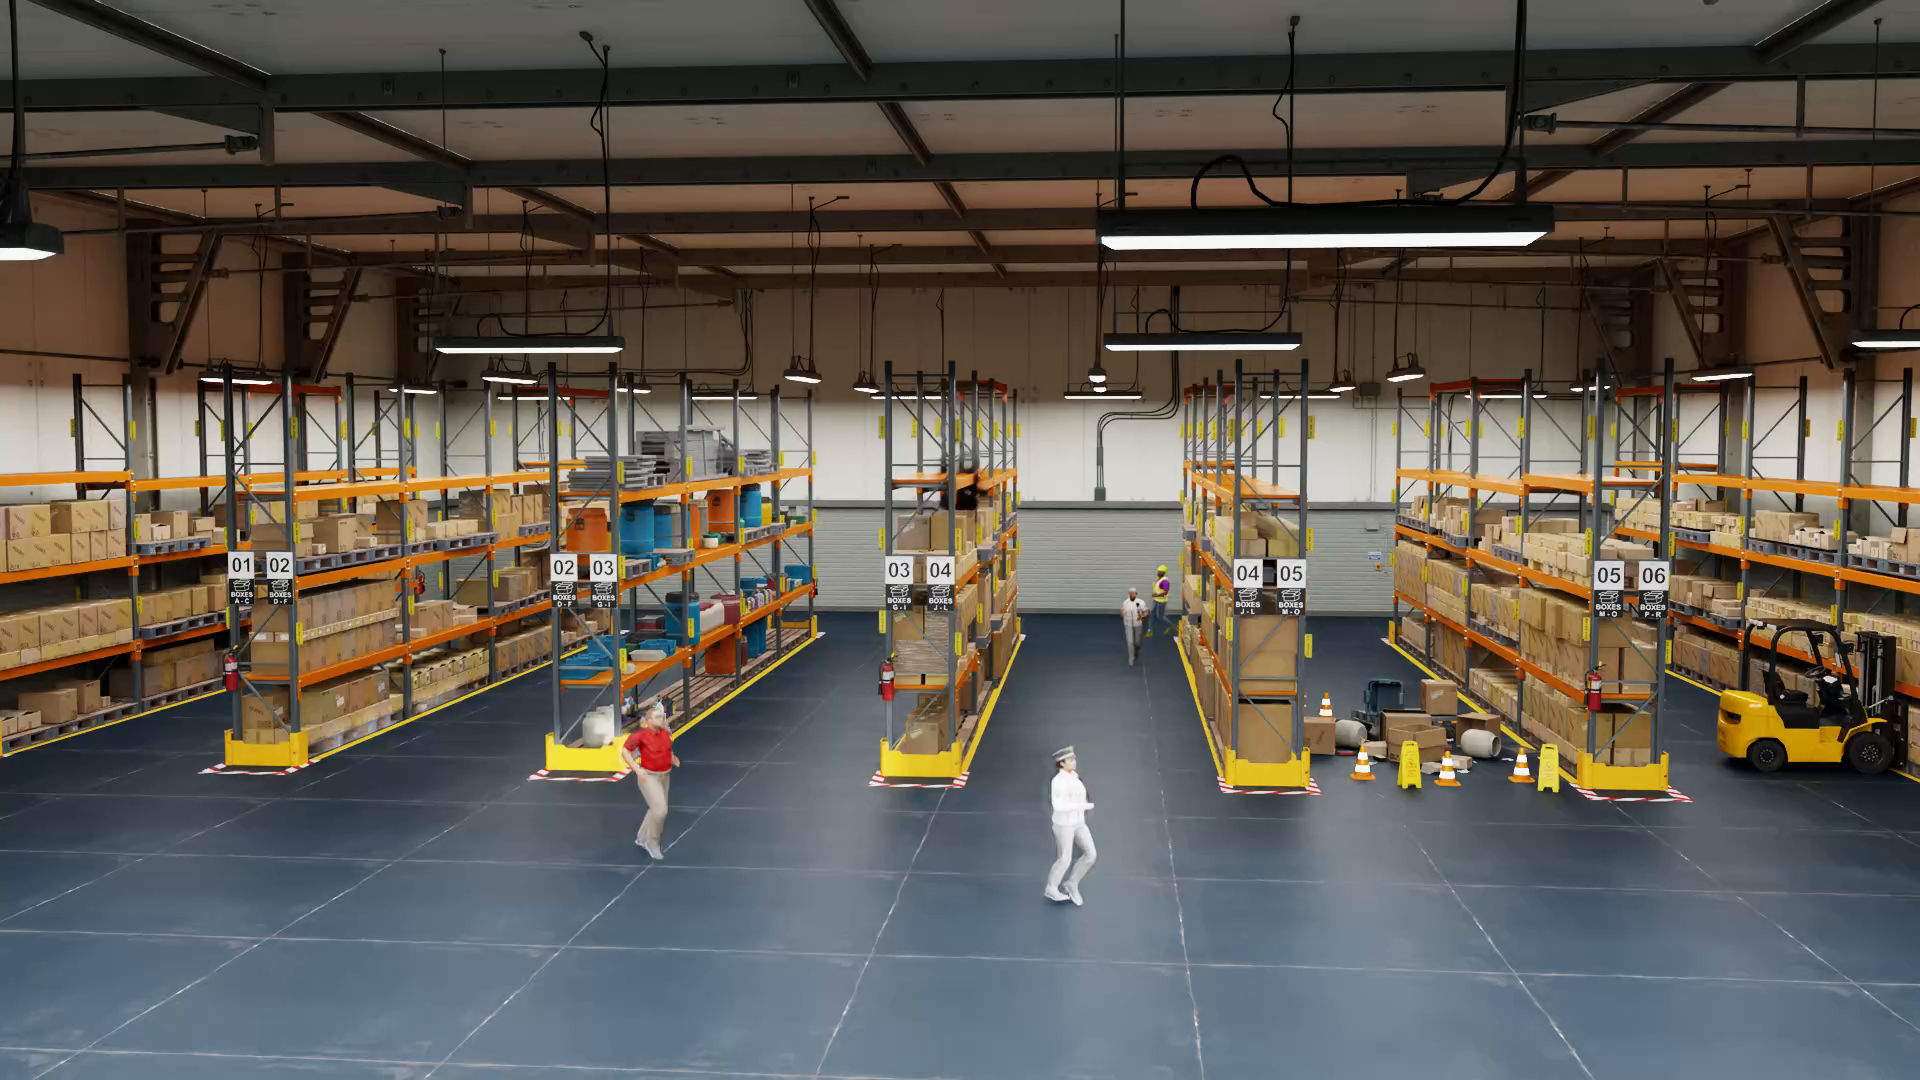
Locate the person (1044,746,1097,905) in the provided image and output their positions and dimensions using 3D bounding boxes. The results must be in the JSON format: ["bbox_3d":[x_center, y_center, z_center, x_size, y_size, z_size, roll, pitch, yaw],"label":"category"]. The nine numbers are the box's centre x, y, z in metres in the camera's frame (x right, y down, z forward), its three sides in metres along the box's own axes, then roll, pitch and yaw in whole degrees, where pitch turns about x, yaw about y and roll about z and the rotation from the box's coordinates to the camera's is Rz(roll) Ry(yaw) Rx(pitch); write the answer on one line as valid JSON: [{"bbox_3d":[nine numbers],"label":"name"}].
[{"bbox_3d":[1.184,3.013,17.512,0.638,1.712,0.594,3,5,36],"label":"person"}]

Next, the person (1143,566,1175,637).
[{"bbox_3d":[4.874,1.487,40.220,0.842,1.760,0.725,-1,4,-19],"label":"person"}]

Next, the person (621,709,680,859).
[{"bbox_3d":[-3.597,2.884,19.595,0.671,1.801,0.650,2,4,30],"label":"person"}]

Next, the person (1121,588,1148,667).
[{"bbox_3d":[3.730,1.857,35.573,0.600,1.659,0.794,1,4,12],"label":"person"}]
